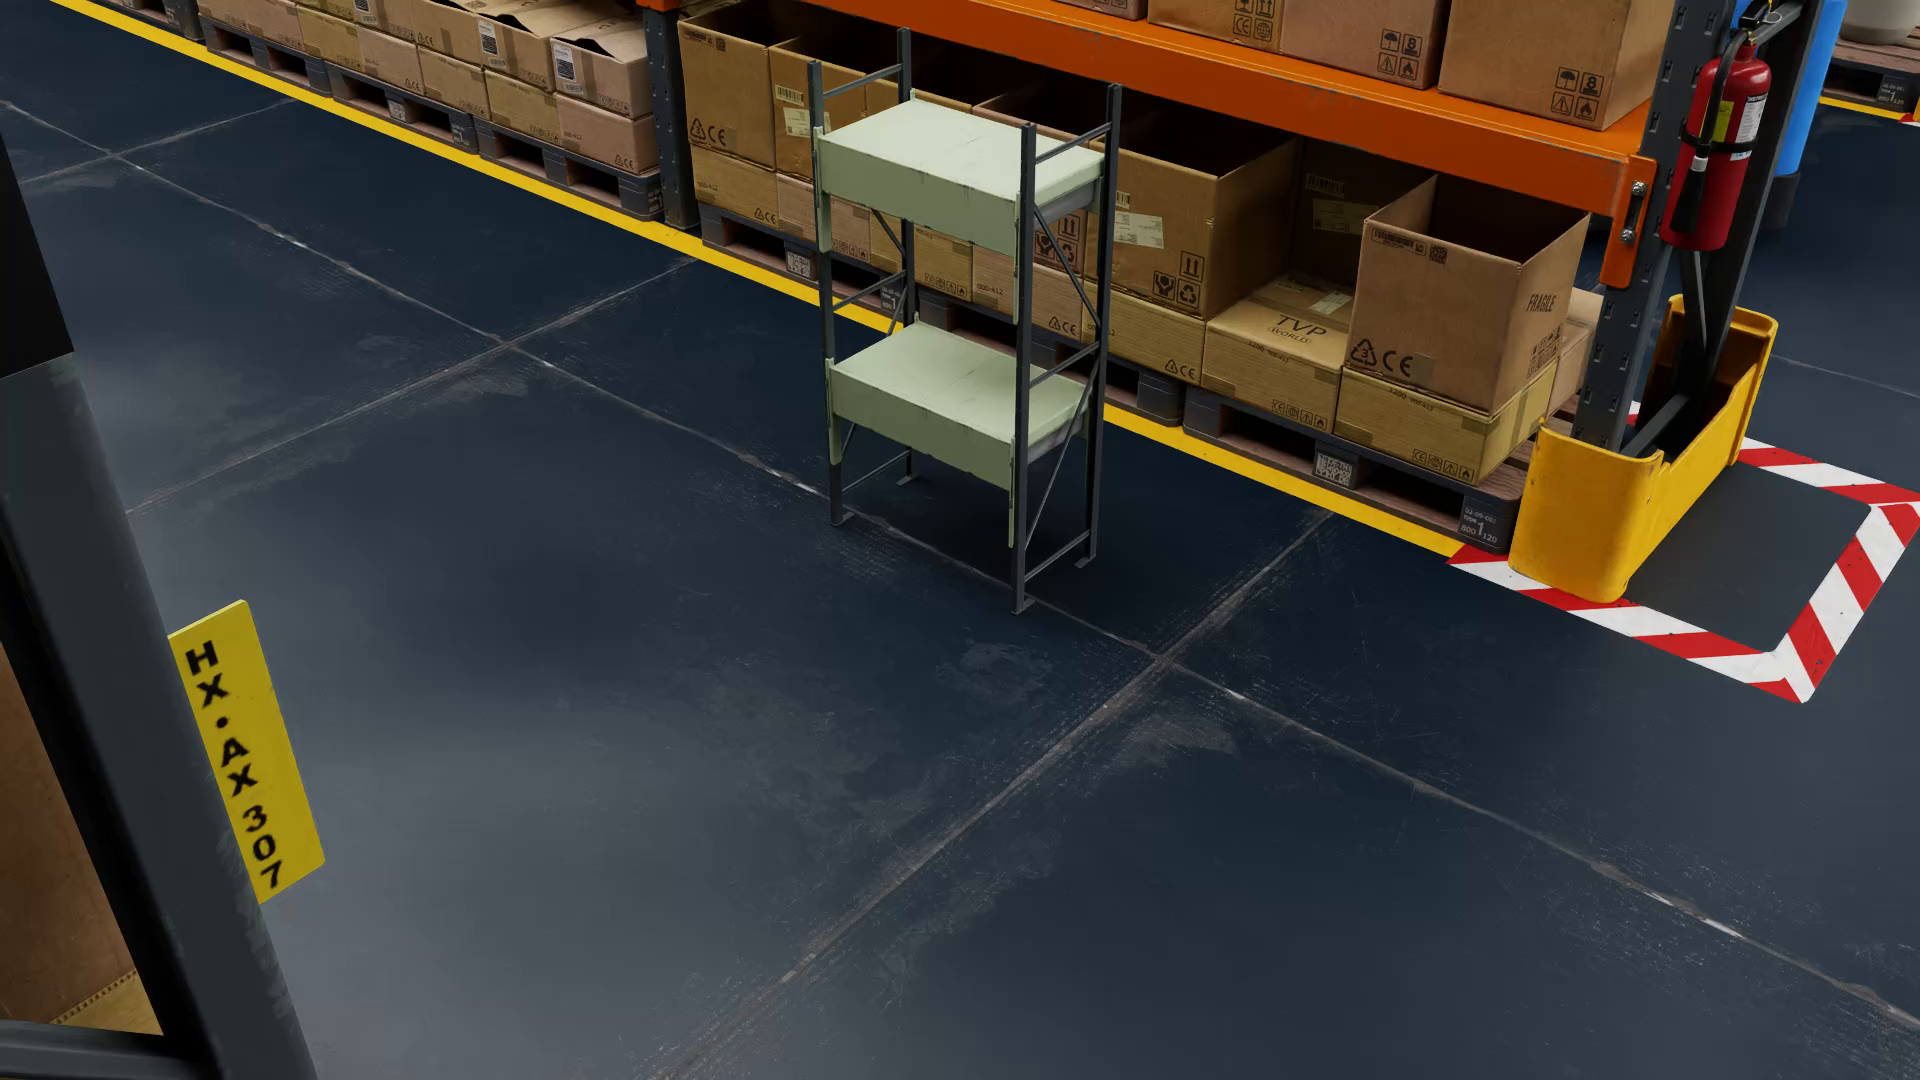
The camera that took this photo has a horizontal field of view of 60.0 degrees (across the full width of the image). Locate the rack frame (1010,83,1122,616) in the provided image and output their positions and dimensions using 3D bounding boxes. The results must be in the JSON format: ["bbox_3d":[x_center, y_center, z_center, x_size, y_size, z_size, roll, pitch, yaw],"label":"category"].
[{"bbox_3d":[0.286,-0.483,4.629,0.023,1.500,0.400,25,42,32],"label":"rack frame"}]

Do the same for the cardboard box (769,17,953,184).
[{"bbox_3d":[-0.374,-1.671,6.430,0.500,0.500,0.500,25,42,32],"label":"cardboard box"}]

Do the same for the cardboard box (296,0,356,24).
[{"bbox_3d":[-2.979,-2.834,8.290,0.500,0.311,0.500,24,41,31],"label":"cardboard box"}]

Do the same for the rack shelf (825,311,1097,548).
[{"bbox_3d":[0.005,-0.347,5.006,0.720,0.370,0.431,25,42,32],"label":"rack shelf"}]

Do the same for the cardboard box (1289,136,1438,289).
[{"bbox_3d":[1.499,-1.176,5.708,0.500,0.500,0.500,25,42,32],"label":"cardboard box"}]

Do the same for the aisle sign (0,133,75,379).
[{"bbox_3d":[-0.765,-0.375,0.850,0.004,0.787,0.394,25,42,32],"label":"aisle sign"}]

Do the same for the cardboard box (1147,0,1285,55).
[{"bbox_3d":[1.020,-1.942,5.340,0.500,0.500,0.700,26,42,32],"label":"cardboard box"}]

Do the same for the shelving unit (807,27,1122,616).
[{"bbox_3d":[0.005,-0.616,4.822,0.755,1.500,0.431,25,42,32],"label":"shelving unit"}]

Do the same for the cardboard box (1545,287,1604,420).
[{"bbox_3d":[1.885,-0.686,5.658,0.500,0.250,0.500,25,42,32],"label":"cardboard box"}]

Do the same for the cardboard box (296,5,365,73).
[{"bbox_3d":[-2.989,-2.608,8.456,0.500,0.250,0.500,24,41,31],"label":"cardboard box"}]

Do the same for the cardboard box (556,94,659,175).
[{"bbox_3d":[-1.423,-1.868,7.379,0.500,0.250,0.500,25,42,31],"label":"cardboard box"}]

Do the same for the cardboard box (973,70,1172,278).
[{"bbox_3d":[0.391,-1.307,5.899,0.500,0.500,0.500,25,42,32],"label":"cardboard box"}]

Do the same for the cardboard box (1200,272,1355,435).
[{"bbox_3d":[1.162,-0.637,5.586,0.500,0.250,0.500,25,42,32],"label":"cardboard box"}]

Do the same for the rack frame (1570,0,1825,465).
[{"bbox_3d":[2.155,-1.356,4.574,0.127,3.000,1.000,25,42,32],"label":"rack frame"}]

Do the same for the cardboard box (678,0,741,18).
[{"bbox_3d":[-1.078,-2.333,7.561,0.500,0.311,0.500,25,42,32],"label":"cardboard box"}]

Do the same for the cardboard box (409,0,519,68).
[{"bbox_3d":[-2.200,-2.465,7.752,0.500,0.311,0.500,25,42,32],"label":"cardboard box"}]

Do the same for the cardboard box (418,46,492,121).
[{"bbox_3d":[-2.205,-2.237,7.916,0.500,0.250,0.500,26,42,33],"label":"cardboard box"}]

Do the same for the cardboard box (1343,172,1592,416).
[{"bbox_3d":[1.552,-0.769,5.116,0.500,0.500,0.500,25,42,32],"label":"cardboard box"}]

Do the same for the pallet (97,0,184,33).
[{"bbox_3d":[-4.543,-3.391,10.001,1.213,0.211,1.003,25,42,32],"label":"pallet"}]

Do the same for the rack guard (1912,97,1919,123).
[{"bbox_3d":[5.238,-2.486,8.428,0.348,0.500,1.175,25,42,32],"label":"rack guard"}]

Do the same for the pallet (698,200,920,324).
[{"bbox_3d":[-0.335,-1.349,7.027,1.213,0.211,1.003,25,42,32],"label":"pallet"}]

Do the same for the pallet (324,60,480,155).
[{"bbox_3d":[-2.452,-2.347,8.481,1.213,0.211,1.003,25,42,32],"label":"pallet"}]

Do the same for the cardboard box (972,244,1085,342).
[{"bbox_3d":[0.393,-0.999,6.113,0.500,0.250,0.500,25,42,32],"label":"cardboard box"}]

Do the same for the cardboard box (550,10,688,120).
[{"bbox_3d":[-1.414,-2.097,7.217,0.500,0.311,0.500,25,42,32],"label":"cardboard box"}]

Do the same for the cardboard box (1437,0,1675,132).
[{"bbox_3d":[1.804,-1.572,4.800,0.500,0.500,0.700,25,42,32],"label":"cardboard box"}]

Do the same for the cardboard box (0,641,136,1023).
[{"bbox_3d":[-1.186,0.242,1.701,0.500,0.500,0.500,25,42,32],"label":"cardboard box"}]

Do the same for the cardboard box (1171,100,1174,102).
[{"bbox_3d":[0.734,-1.540,6.238,0.500,0.500,0.500,25,42,32],"label":"cardboard box"}]

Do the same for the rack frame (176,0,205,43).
[{"bbox_3d":[-3.993,-4.253,8.794,0.127,3.000,1.000,25,42,32],"label":"rack frame"}]

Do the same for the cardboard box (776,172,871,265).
[{"bbox_3d":[-0.376,-1.361,6.640,0.500,0.250,0.500,25,42,32],"label":"cardboard box"}]

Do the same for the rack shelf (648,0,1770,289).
[{"bbox_3d":[0.618,-1.784,5.833,4.000,0.370,1.077,25,42,32],"label":"rack shelf"}]

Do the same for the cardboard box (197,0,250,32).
[{"bbox_3d":[-3.779,-2.976,8.991,0.500,0.250,0.500,25,42,32],"label":"cardboard box"}]

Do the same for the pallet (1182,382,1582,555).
[{"bbox_3d":[1.540,-0.465,5.741,1.213,0.211,1.003,25,42,32],"label":"pallet"}]

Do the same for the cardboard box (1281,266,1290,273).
[{"bbox_3d":[1.114,-1.047,6.183,0.500,0.250,0.500,25,42,32],"label":"cardboard box"}]

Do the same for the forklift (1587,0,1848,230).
[{"bbox_3d":[2.992,-3.315,7.488,1.130,2.935,3.031,0,34,0],"label":"forklift"}]
